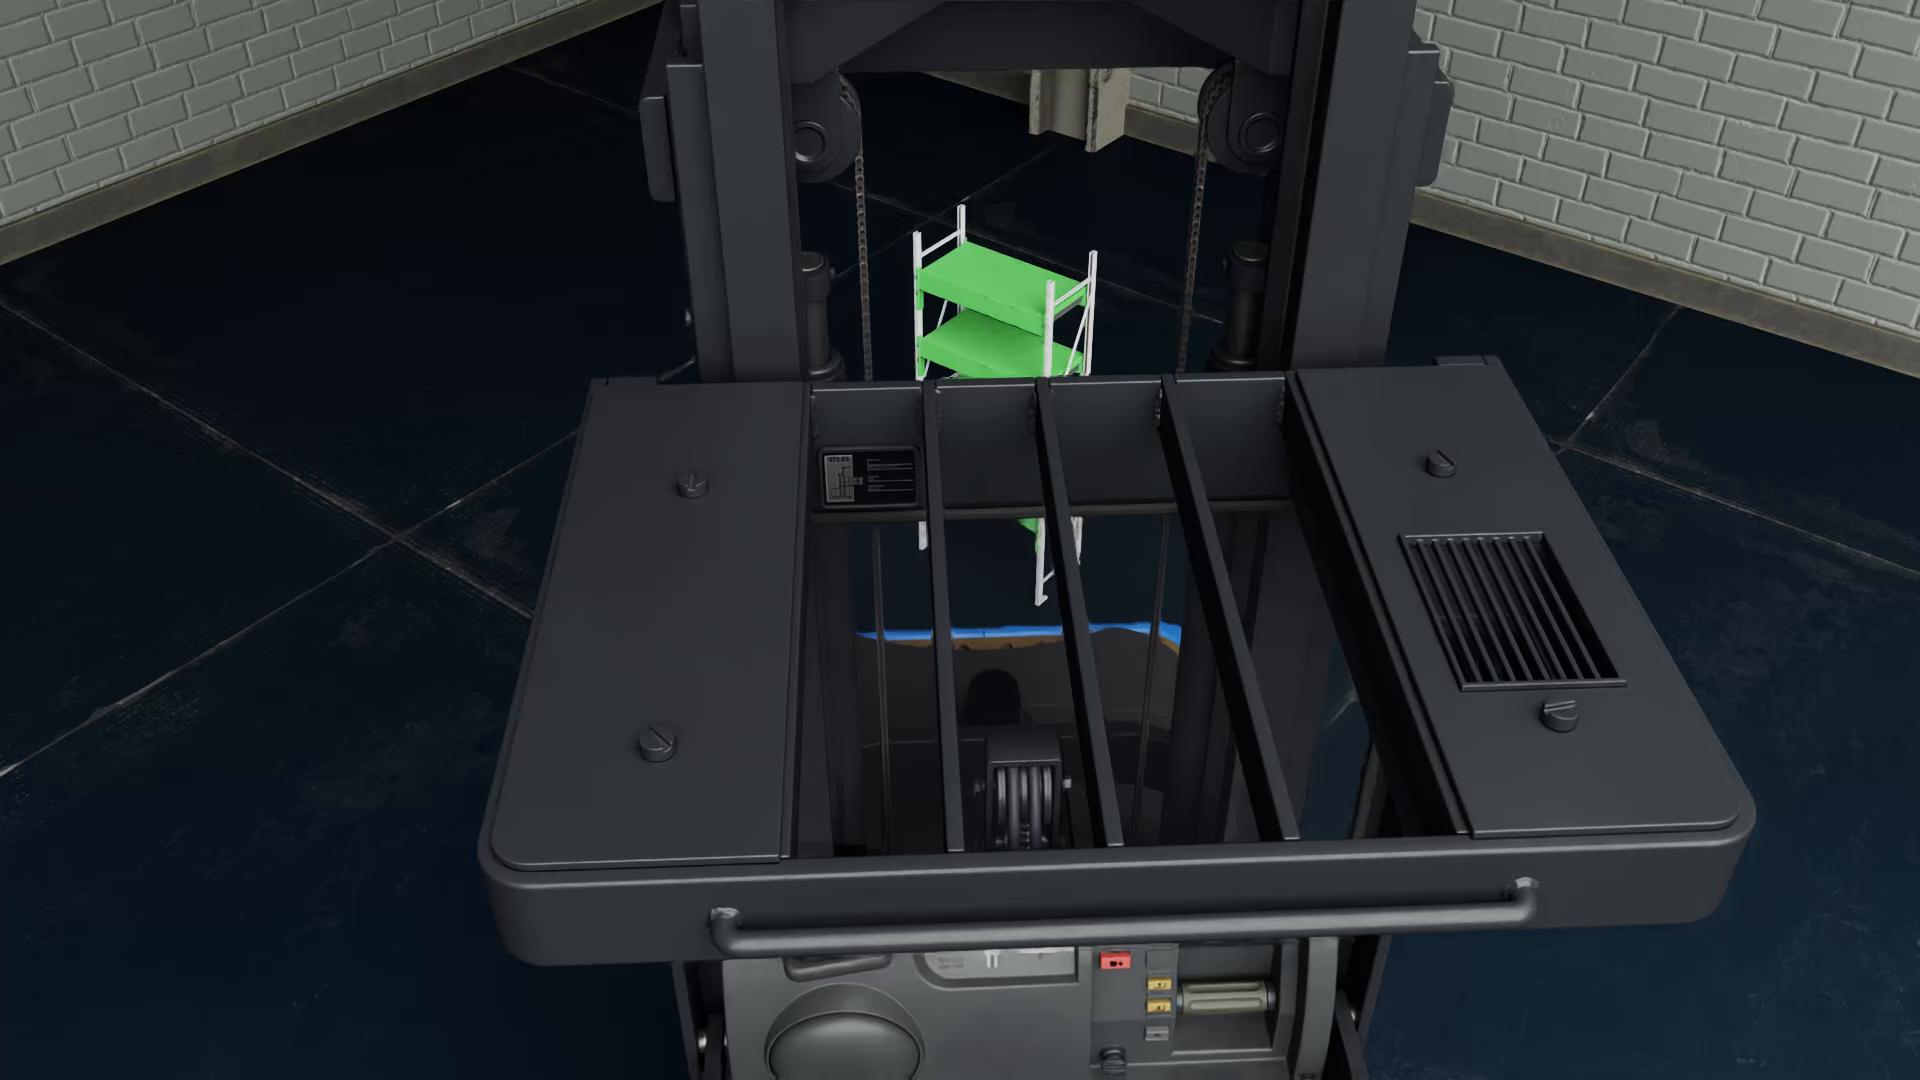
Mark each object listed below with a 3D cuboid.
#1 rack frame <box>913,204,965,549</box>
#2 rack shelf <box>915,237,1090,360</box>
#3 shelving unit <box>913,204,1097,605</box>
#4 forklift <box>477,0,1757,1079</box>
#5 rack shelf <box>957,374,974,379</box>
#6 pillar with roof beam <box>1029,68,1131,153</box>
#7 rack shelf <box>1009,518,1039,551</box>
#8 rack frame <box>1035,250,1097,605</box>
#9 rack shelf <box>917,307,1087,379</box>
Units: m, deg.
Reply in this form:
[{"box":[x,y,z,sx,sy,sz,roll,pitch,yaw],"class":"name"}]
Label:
[{"box":[-0.062,-0.502,5.418,0.015,1.200,0.240,25,45,29],"class":"rack frame"},{"box":[0.131,-0.738,5.044,0.480,0.148,0.258,25,45,29],"class":"rack shelf"},{"box":[0.131,-0.410,5.301,0.503,1.200,0.258,25,45,29],"class":"shelving unit"},{"box":[0.120,0.790,2.364,1.130,2.935,3.031,-2,38,-2],"class":"forklift"},{"box":[0.131,-0.360,5.340,0.480,0.148,0.258,25,45,29],"class":"rack shelf"},{"box":[-2.023,-3.489,2.907,0.400,9.000,9.100,25,45,29],"class":"pillar with roof beam"},{"box":[0.131,-0.171,5.488,0.480,0.148,0.258,25,45,29],"class":"rack shelf"},{"box":[0.325,-0.319,5.184,0.015,1.200,0.240,25,45,29],"class":"rack frame"},{"box":[0.131,-0.549,5.192,0.480,0.148,0.258,25,45,29],"class":"rack shelf"}]
